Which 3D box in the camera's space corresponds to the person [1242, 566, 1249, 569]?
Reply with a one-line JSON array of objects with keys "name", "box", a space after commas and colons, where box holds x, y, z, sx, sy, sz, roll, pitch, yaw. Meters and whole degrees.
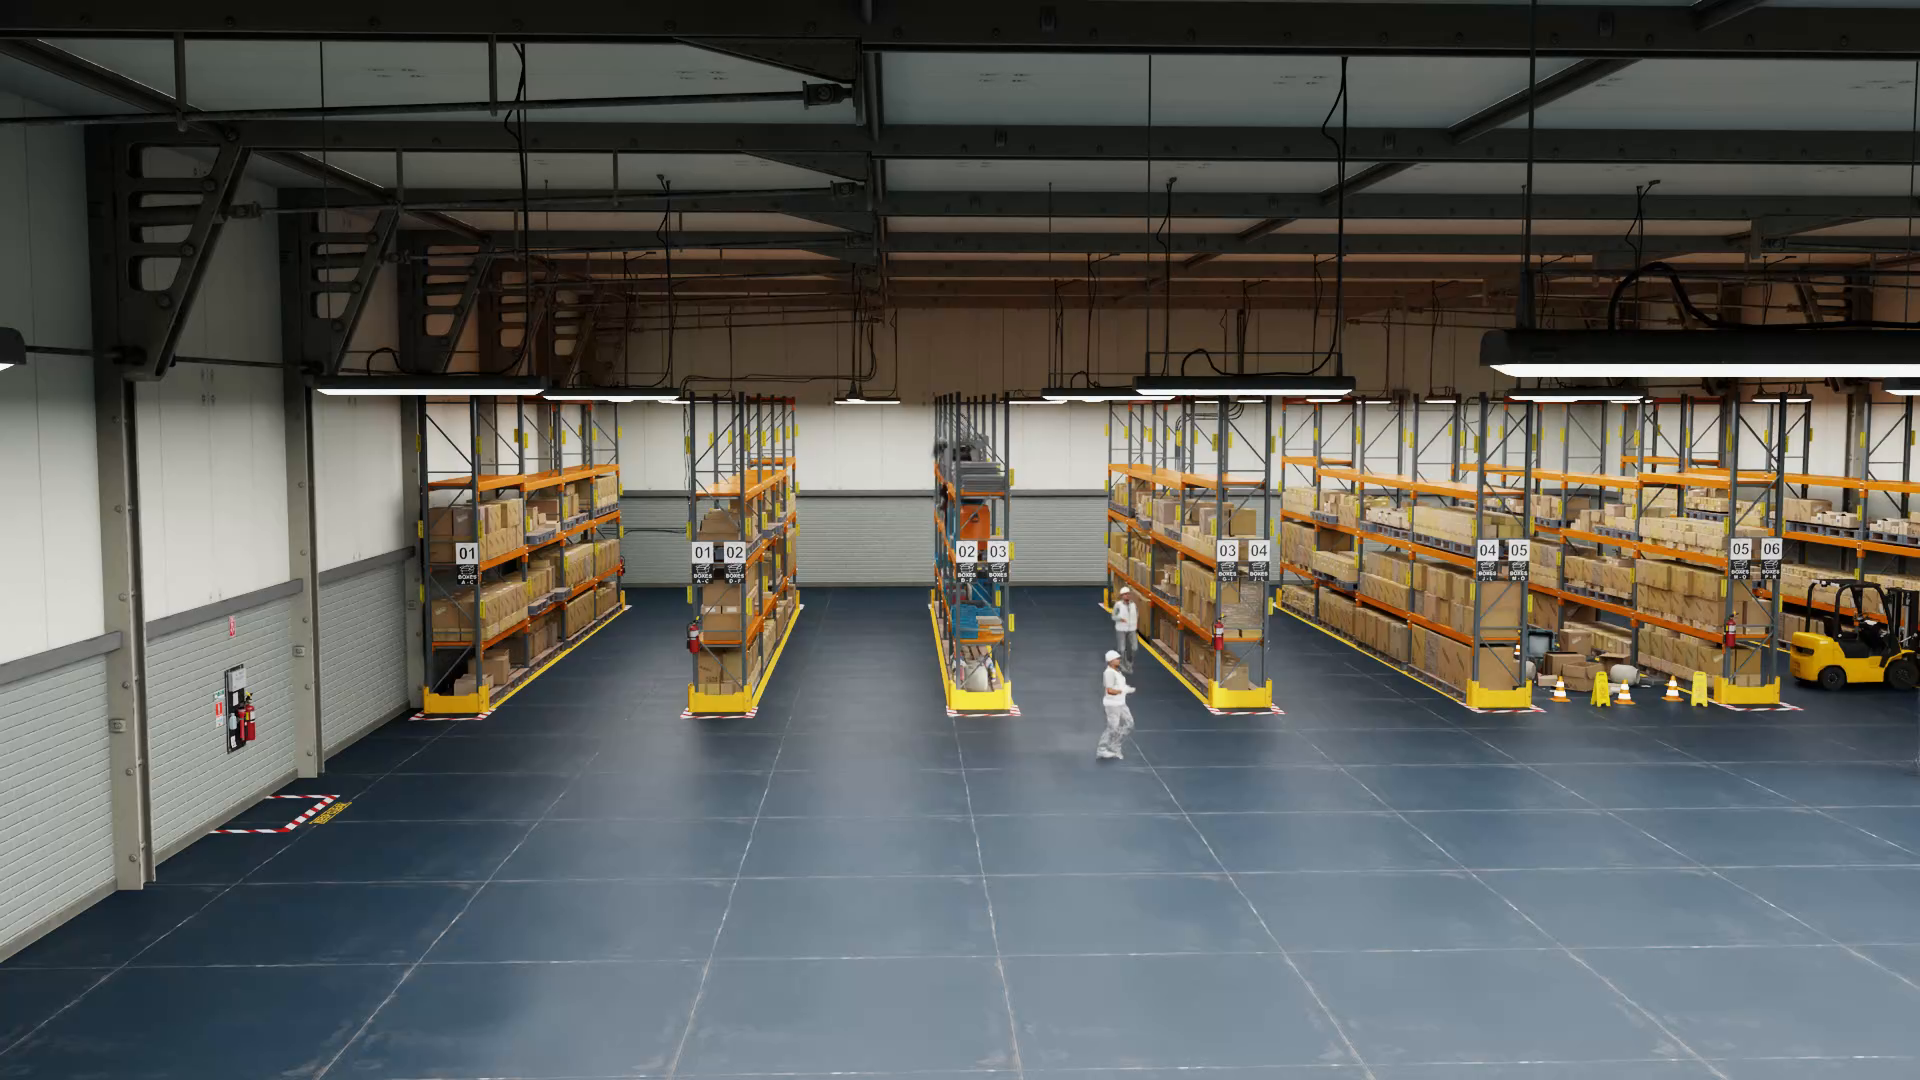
[{"name": "person", "box": [7.908, 1.129, 46.755, 0.587, 1.685, 0.869, 0, 5, 2]}]

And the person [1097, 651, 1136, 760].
[{"name": "person", "box": [2.552, 2.687, 26.908, 0.667, 1.803, 0.657, 2, 5, 22]}]

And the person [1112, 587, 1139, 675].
[{"name": "person", "box": [3.417, 1.865, 33.880, 0.638, 1.803, 0.646, -1, 5, -13]}]
